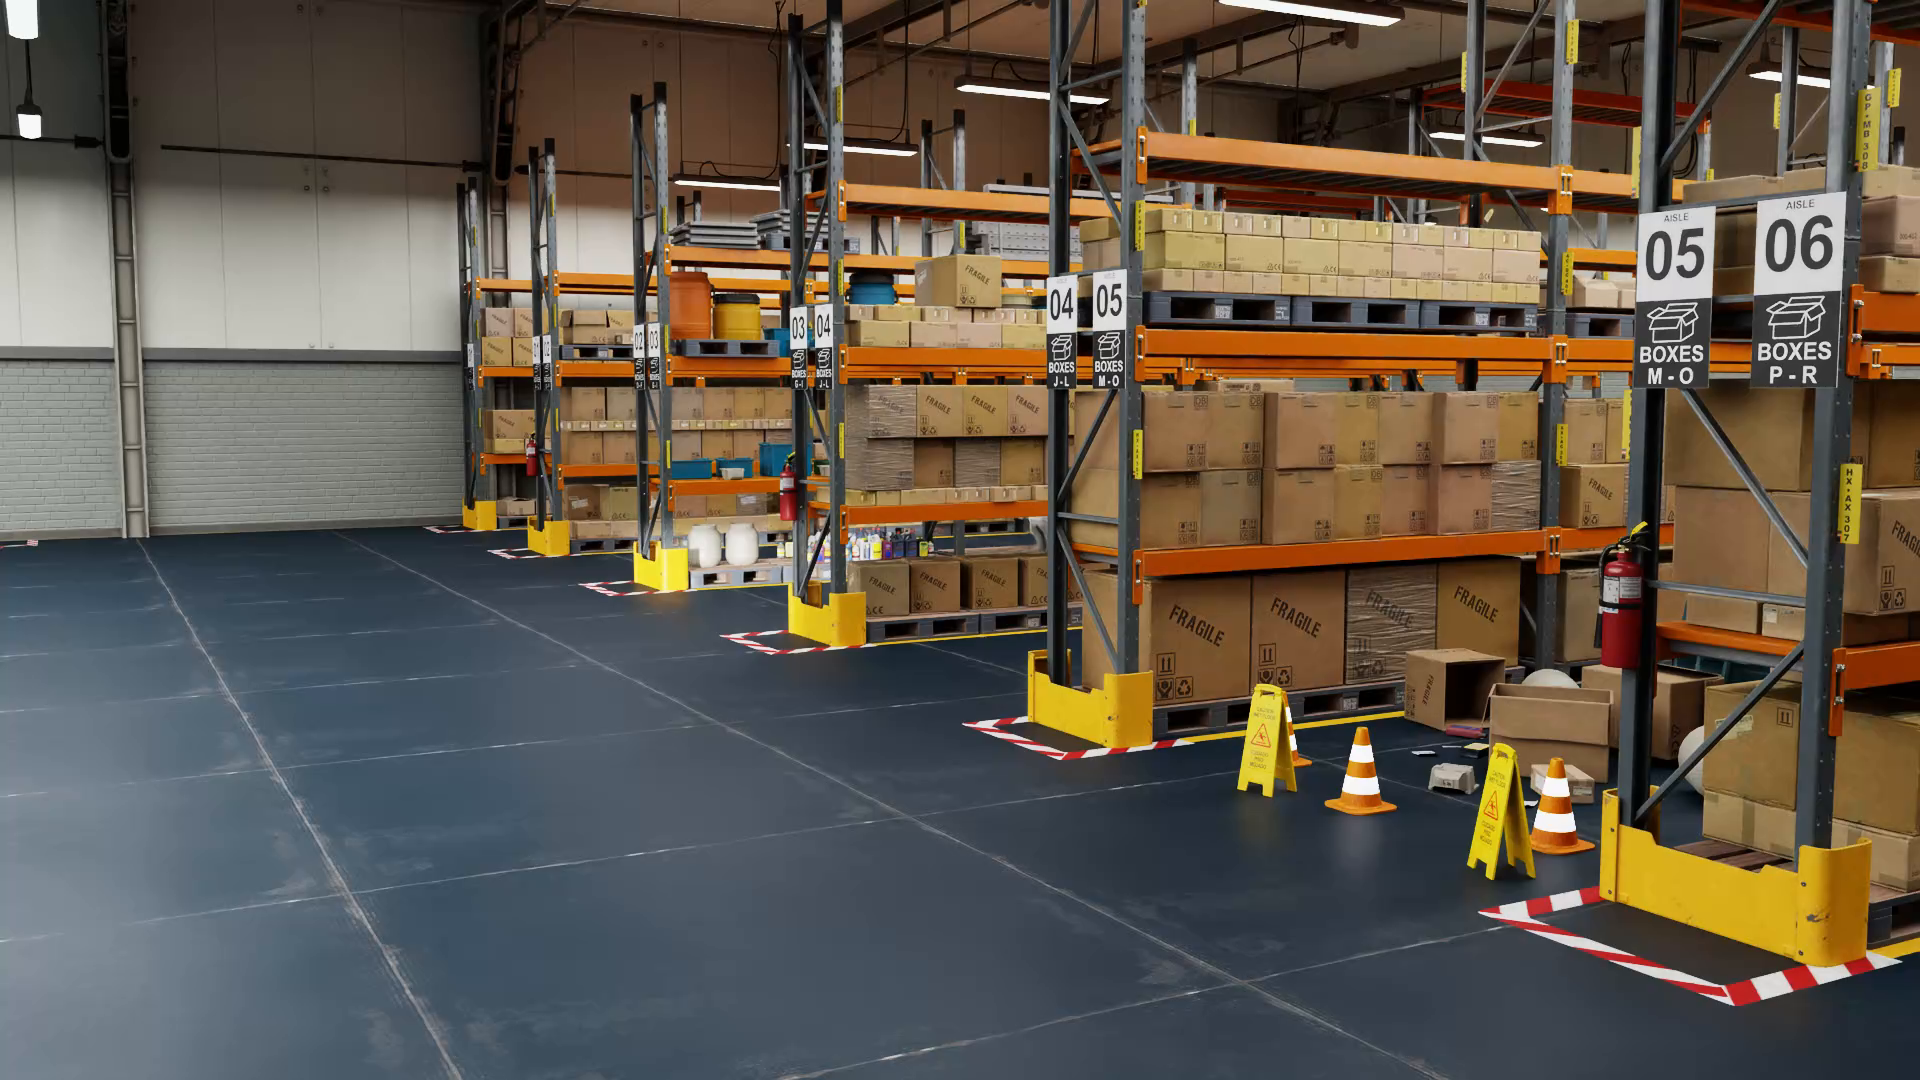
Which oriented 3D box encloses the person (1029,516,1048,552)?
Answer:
[{"bbox_3d":[1.031,-0.187,19.341,0.620,1.652,0.514,-4,6,-36],"label":"person"}]
